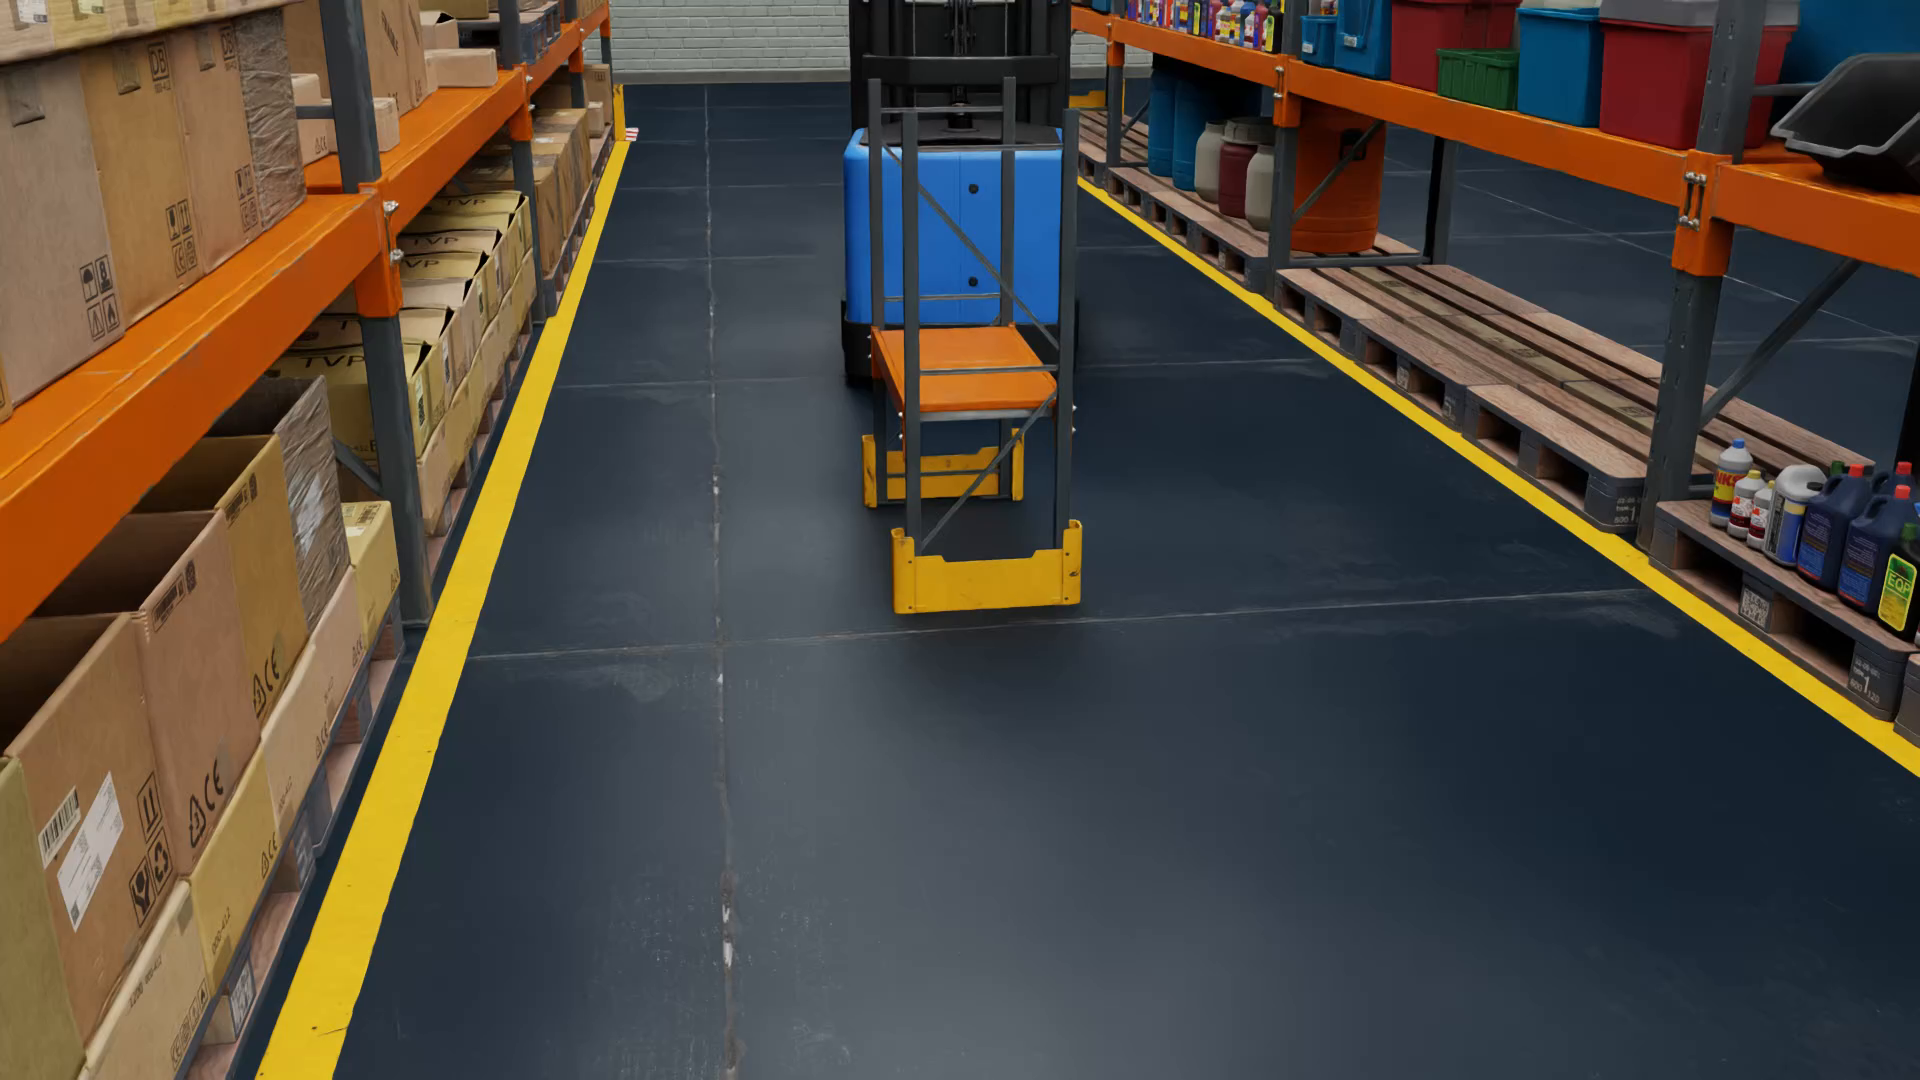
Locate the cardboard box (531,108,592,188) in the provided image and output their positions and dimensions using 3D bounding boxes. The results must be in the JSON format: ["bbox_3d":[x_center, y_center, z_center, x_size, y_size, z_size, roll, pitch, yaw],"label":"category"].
[{"bbox_3d":[-2.904,-2.787,11.834,0.500,0.500,0.500,-3,21,-8],"label":"cardboard box"}]

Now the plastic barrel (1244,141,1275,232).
[{"bbox_3d":[1.963,-2.162,10.174,0.421,0.512,0.421,0,20,0],"label":"plastic barrel"}]

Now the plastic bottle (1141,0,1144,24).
[{"bbox_3d":[1.342,-3.829,11.865,0.097,0.271,0.097,0,20,0],"label":"plastic bottle"}]

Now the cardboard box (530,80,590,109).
[{"bbox_3d":[-3.534,-3.595,13.993,0.797,0.503,0.637,-3,21,-8],"label":"cardboard box"}]

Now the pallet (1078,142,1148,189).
[{"bbox_3d":[1.499,-3.103,13.722,1.003,0.211,1.213,-3,21,-8],"label":"pallet"}]

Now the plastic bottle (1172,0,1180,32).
[{"bbox_3d":[1.500,-3.518,11.026,0.152,0.276,0.135,-3,21,-8],"label":"plastic bottle"}]

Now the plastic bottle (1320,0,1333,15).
[{"bbox_3d":[2.322,-3.319,10.499,0.097,0.271,0.097,0,20,0],"label":"plastic bottle"}]

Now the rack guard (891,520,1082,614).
[{"bbox_3d":[0.083,0.082,5.140,0.587,0.250,0.087,-3,21,-8],"label":"rack guard"}]

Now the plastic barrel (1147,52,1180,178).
[{"bbox_3d":[1.705,-3.181,12.345,0.600,0.901,0.708,-3,21,-8],"label":"plastic barrel"}]

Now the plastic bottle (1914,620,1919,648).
[{"bbox_3d":[2.548,0.183,4.310,0.097,0.201,0.097,0,20,0],"label":"plastic bottle"}]

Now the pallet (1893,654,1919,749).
[{"bbox_3d":[3.032,0.578,3.868,1.003,0.211,1.213,-3,21,-8],"label":"pallet"}]

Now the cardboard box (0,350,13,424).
[{"bbox_3d":[-1.730,-0.316,2.133,0.700,0.500,0.500,-3,21,-7],"label":"cardboard box"}]

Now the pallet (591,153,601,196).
[{"bbox_3d":[-3.356,-2.839,13.017,1.003,0.211,1.213,-3,21,-8],"label":"pallet"}]

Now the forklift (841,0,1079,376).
[{"bbox_3d":[0.001,-2.574,8.418,1.130,2.935,3.031,0,20,0],"label":"forklift"}]

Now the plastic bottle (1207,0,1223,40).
[{"bbox_3d":[1.575,-3.231,10.247,0.061,0.283,0.133,-3,21,-8],"label":"plastic bottle"}]

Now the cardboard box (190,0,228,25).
[{"bbox_3d":[-1.741,-1.138,3.407,0.380,0.149,0.250,-3,21,-8],"label":"cardboard box"}]

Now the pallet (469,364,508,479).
[{"bbox_3d":[-2.429,-0.508,6.776,1.003,0.211,1.213,-3,21,-8],"label":"pallet"}]

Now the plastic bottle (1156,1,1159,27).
[{"bbox_3d":[1.404,-3.648,11.481,0.097,0.201,0.097,0,20,0],"label":"plastic bottle"}]

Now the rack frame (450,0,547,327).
[{"bbox_3d":[-2.682,-2.523,8.185,1.000,3.000,0.127,-3,21,-8],"label":"rack frame"}]

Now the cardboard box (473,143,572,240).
[{"bbox_3d":[-2.613,-2.085,9.956,0.500,0.500,0.500,-3,21,-8],"label":"cardboard box"}]

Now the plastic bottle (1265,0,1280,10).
[{"bbox_3d":[2.078,-3.535,11.079,0.097,0.271,0.097,0,20,0],"label":"plastic bottle"}]

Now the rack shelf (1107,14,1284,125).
[{"bbox_3d":[1.932,-3.127,10.830,1.077,0.370,4.000,-3,21,-8],"label":"rack shelf"}]

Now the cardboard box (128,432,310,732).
[{"bbox_3d":[-1.686,0.098,3.424,0.500,0.500,0.500,-3,21,-8],"label":"cardboard box"}]

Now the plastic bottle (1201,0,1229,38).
[{"bbox_3d":[1.593,-3.320,10.389,0.144,0.351,0.185,-3,21,-8],"label":"plastic bottle"}]

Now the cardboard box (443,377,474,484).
[{"bbox_3d":[-1.991,-0.376,5.766,0.500,0.250,0.500,-2,21,-6],"label":"cardboard box"}]

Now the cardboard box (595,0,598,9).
[{"bbox_3d":[-3.284,-4.672,13.794,0.500,0.500,0.500,-3,21,-9],"label":"cardboard box"}]

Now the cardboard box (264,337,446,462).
[{"bbox_3d":[-1.918,-0.465,5.203,0.500,0.311,0.500,-3,21,-8],"label":"cardboard box"}]

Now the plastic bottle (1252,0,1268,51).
[{"bbox_3d":[1.707,-2.915,9.402,0.061,0.283,0.133,-3,21,-8],"label":"plastic bottle"}]

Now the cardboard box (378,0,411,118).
[{"bbox_3d":[-2.348,-1.808,6.126,0.500,0.500,0.500,-3,21,-8],"label":"cardboard box"}]

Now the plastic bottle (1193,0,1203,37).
[{"bbox_3d":[1.529,-3.341,10.542,0.061,0.283,0.133,-3,21,-8],"label":"plastic bottle"}]

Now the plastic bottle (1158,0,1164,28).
[{"bbox_3d":[1.402,-3.646,11.358,0.061,0.283,0.133,-3,21,-8],"label":"plastic bottle"}]

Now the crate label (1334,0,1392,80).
[{"bbox_3d":[2.096,-2.431,7.886,0.502,0.435,0.616,-3,21,-8],"label":"crate label"}]

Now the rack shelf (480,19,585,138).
[{"bbox_3d":[-2.970,-2.879,10.164,1.077,0.370,4.000,-3,21,-8],"label":"rack shelf"}]

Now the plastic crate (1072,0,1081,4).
[{"bbox_3d":[1.095,-4.649,14.167,0.293,0.136,0.466,-3,21,-8],"label":"plastic crate"}]

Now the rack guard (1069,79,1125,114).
[{"bbox_3d":[1.051,-4.378,16.724,1.175,0.500,0.348,-3,21,-8],"label":"rack guard"}]

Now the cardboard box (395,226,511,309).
[{"bbox_3d":[-2.211,-1.171,7.093,0.500,0.311,0.500,-3,21,-8],"label":"cardboard box"}]

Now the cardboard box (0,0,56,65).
[{"bbox_3d":[-1.593,-0.783,2.455,0.380,0.149,0.250,-3,21,-7],"label":"cardboard box"}]

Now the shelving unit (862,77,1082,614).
[{"bbox_3d":[0.011,-0.676,5.383,0.587,1.500,1.083,-3,21,-8],"label":"shelving unit"}]

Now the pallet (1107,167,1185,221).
[{"bbox_3d":[1.714,-2.581,12.325,1.003,0.211,1.213,-3,21,-8],"label":"pallet"}]

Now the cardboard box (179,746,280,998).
[{"bbox_3d":[-1.600,0.622,3.094,0.500,0.250,0.500,-3,21,-8],"label":"cardboard box"}]

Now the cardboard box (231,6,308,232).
[{"bbox_3d":[-2.035,-1.032,4.049,0.700,0.500,0.500,-3,21,-9],"label":"cardboard box"}]

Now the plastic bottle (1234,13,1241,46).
[{"bbox_3d":[1.666,-3.019,9.796,0.097,0.201,0.097,0,20,0],"label":"plastic bottle"}]

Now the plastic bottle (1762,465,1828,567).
[{"bbox_3d":[2.483,-0.074,4.891,0.152,0.276,0.135,-2,21,-6],"label":"plastic bottle"}]

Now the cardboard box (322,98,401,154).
[{"bbox_3d":[-2.031,-1.338,5.369,0.380,0.149,0.250,-3,21,-8],"label":"cardboard box"}]

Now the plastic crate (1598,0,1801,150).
[{"bbox_3d":[2.424,-1.569,5.538,0.402,0.464,0.583,-3,21,-8],"label":"plastic crate"}]

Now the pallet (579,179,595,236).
[{"bbox_3d":[-3.104,-2.322,11.632,1.003,0.211,1.213,-3,21,-8],"label":"pallet"}]

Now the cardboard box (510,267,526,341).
[{"bbox_3d":[-2.287,-1.084,7.660,0.500,0.250,0.500,-3,21,-8],"label":"cardboard box"}]

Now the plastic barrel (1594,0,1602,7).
[{"bbox_3d":[2.770,-2.047,6.715,0.433,0.535,0.433,0,20,0],"label":"plastic barrel"}]

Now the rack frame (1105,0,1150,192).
[{"bbox_3d":[1.644,-4.157,12.558,1.000,3.000,0.127,-3,21,-8],"label":"rack frame"}]
